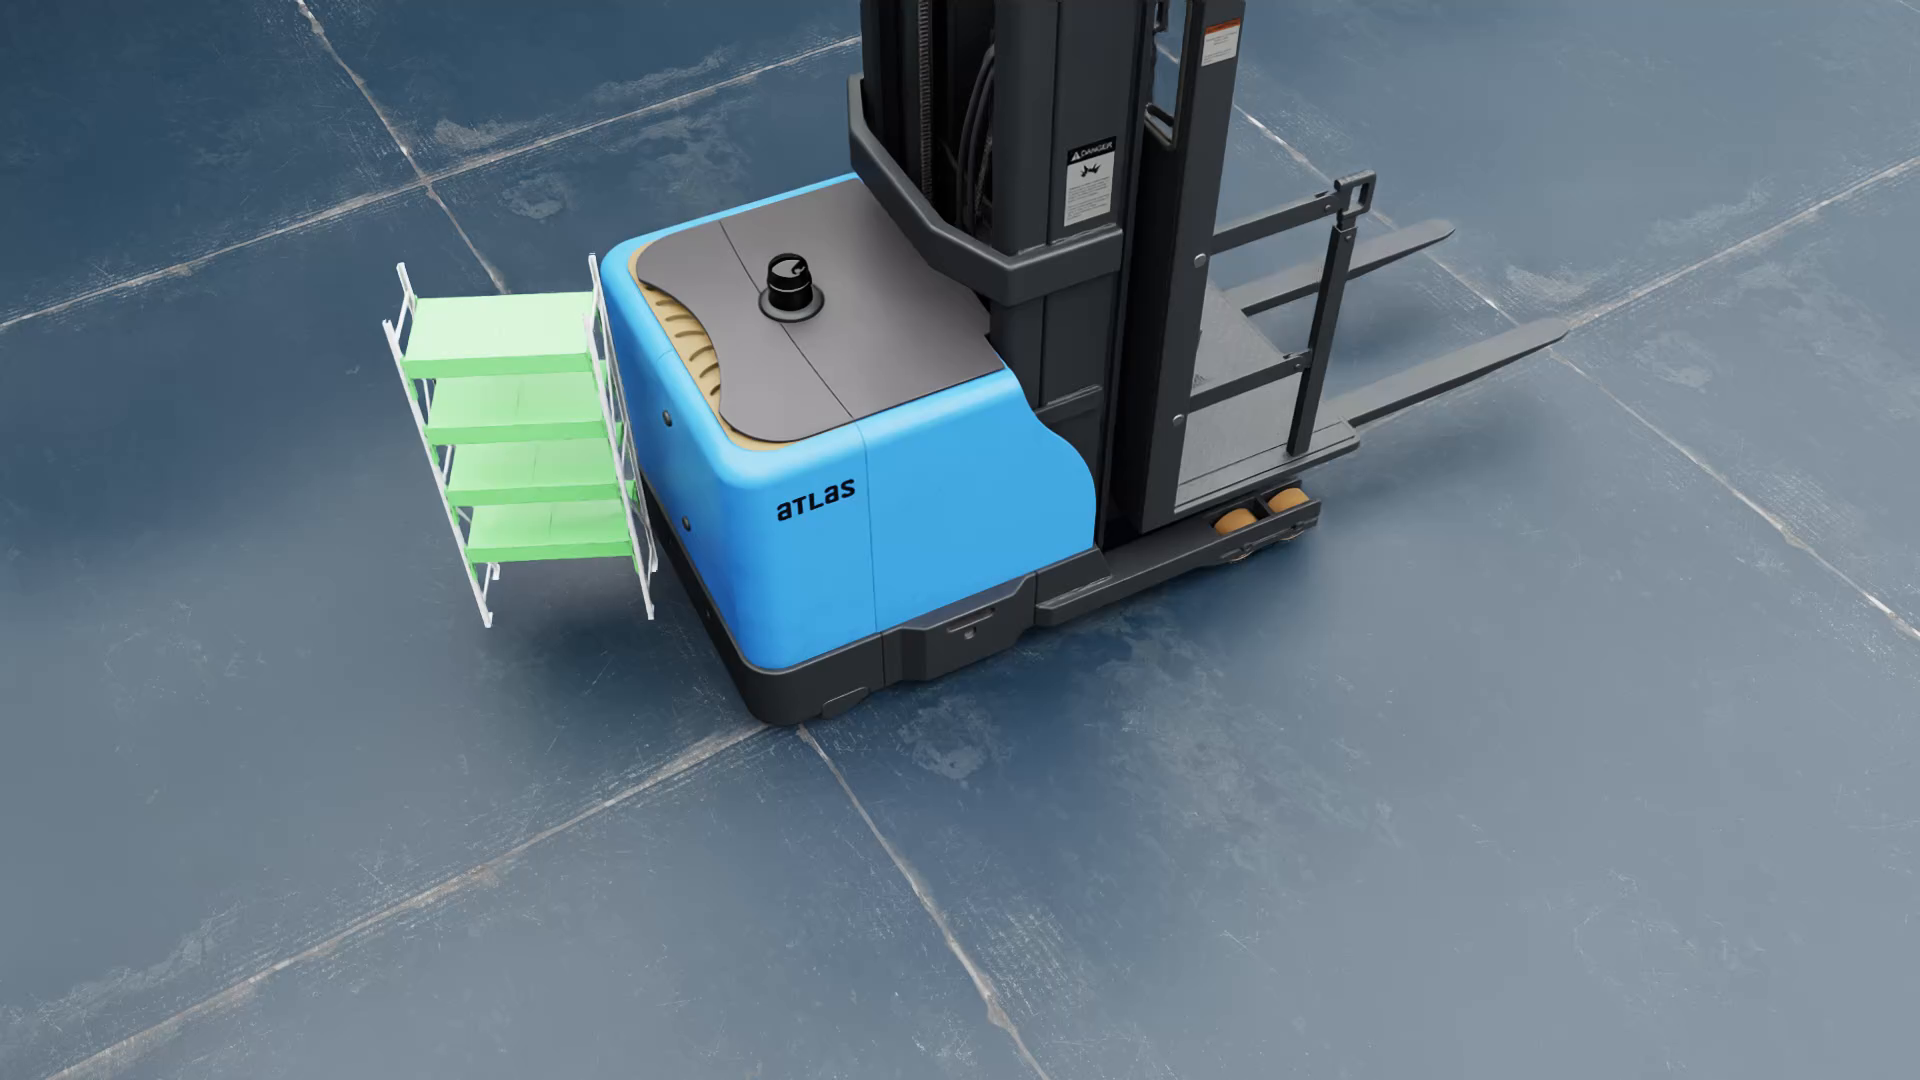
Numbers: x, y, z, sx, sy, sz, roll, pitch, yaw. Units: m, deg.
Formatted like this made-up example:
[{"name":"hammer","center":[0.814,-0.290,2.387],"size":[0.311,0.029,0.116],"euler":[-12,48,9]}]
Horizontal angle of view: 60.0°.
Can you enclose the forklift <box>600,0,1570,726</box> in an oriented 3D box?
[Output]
[{"name":"forklift","center":[0.554,-1.241,4.392],"size":[3.031,2.935,1.130],"euler":[-21,52,-18]}]

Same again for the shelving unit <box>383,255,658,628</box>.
[{"name":"shelving unit","center":[-1.187,-0.235,4.656],"size":[0.503,1.200,0.258],"euler":[-3,48,-3]}]

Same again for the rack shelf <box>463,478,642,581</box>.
[{"name":"rack shelf","center":[-1.187,-0.033,4.883],"size":[0.480,0.148,0.258],"euler":[-3,48,-3]}]

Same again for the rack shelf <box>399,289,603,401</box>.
[{"name":"rack shelf","center":[-1.187,-0.512,4.345],"size":[0.480,0.148,0.258],"euler":[-3,48,-3]}]

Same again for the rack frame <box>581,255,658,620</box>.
[{"name":"rack frame","center":[-0.943,-0.247,4.667],"size":[0.015,1.200,0.240],"euler":[-3,48,-3]}]

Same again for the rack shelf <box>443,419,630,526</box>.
[{"name":"rack shelf","center":[-1.187,-0.193,4.704],"size":[0.480,0.148,0.258],"euler":[-3,48,-3]}]

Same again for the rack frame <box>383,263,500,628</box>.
[{"name":"rack frame","center":[-1.430,-0.223,4.645],"size":[0.015,1.200,0.240],"euler":[-3,48,-3]}]

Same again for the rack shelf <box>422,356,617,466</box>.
[{"name":"rack shelf","center":[-1.187,-0.352,4.525],"size":[0.480,0.148,0.258],"euler":[-3,48,-3]}]
